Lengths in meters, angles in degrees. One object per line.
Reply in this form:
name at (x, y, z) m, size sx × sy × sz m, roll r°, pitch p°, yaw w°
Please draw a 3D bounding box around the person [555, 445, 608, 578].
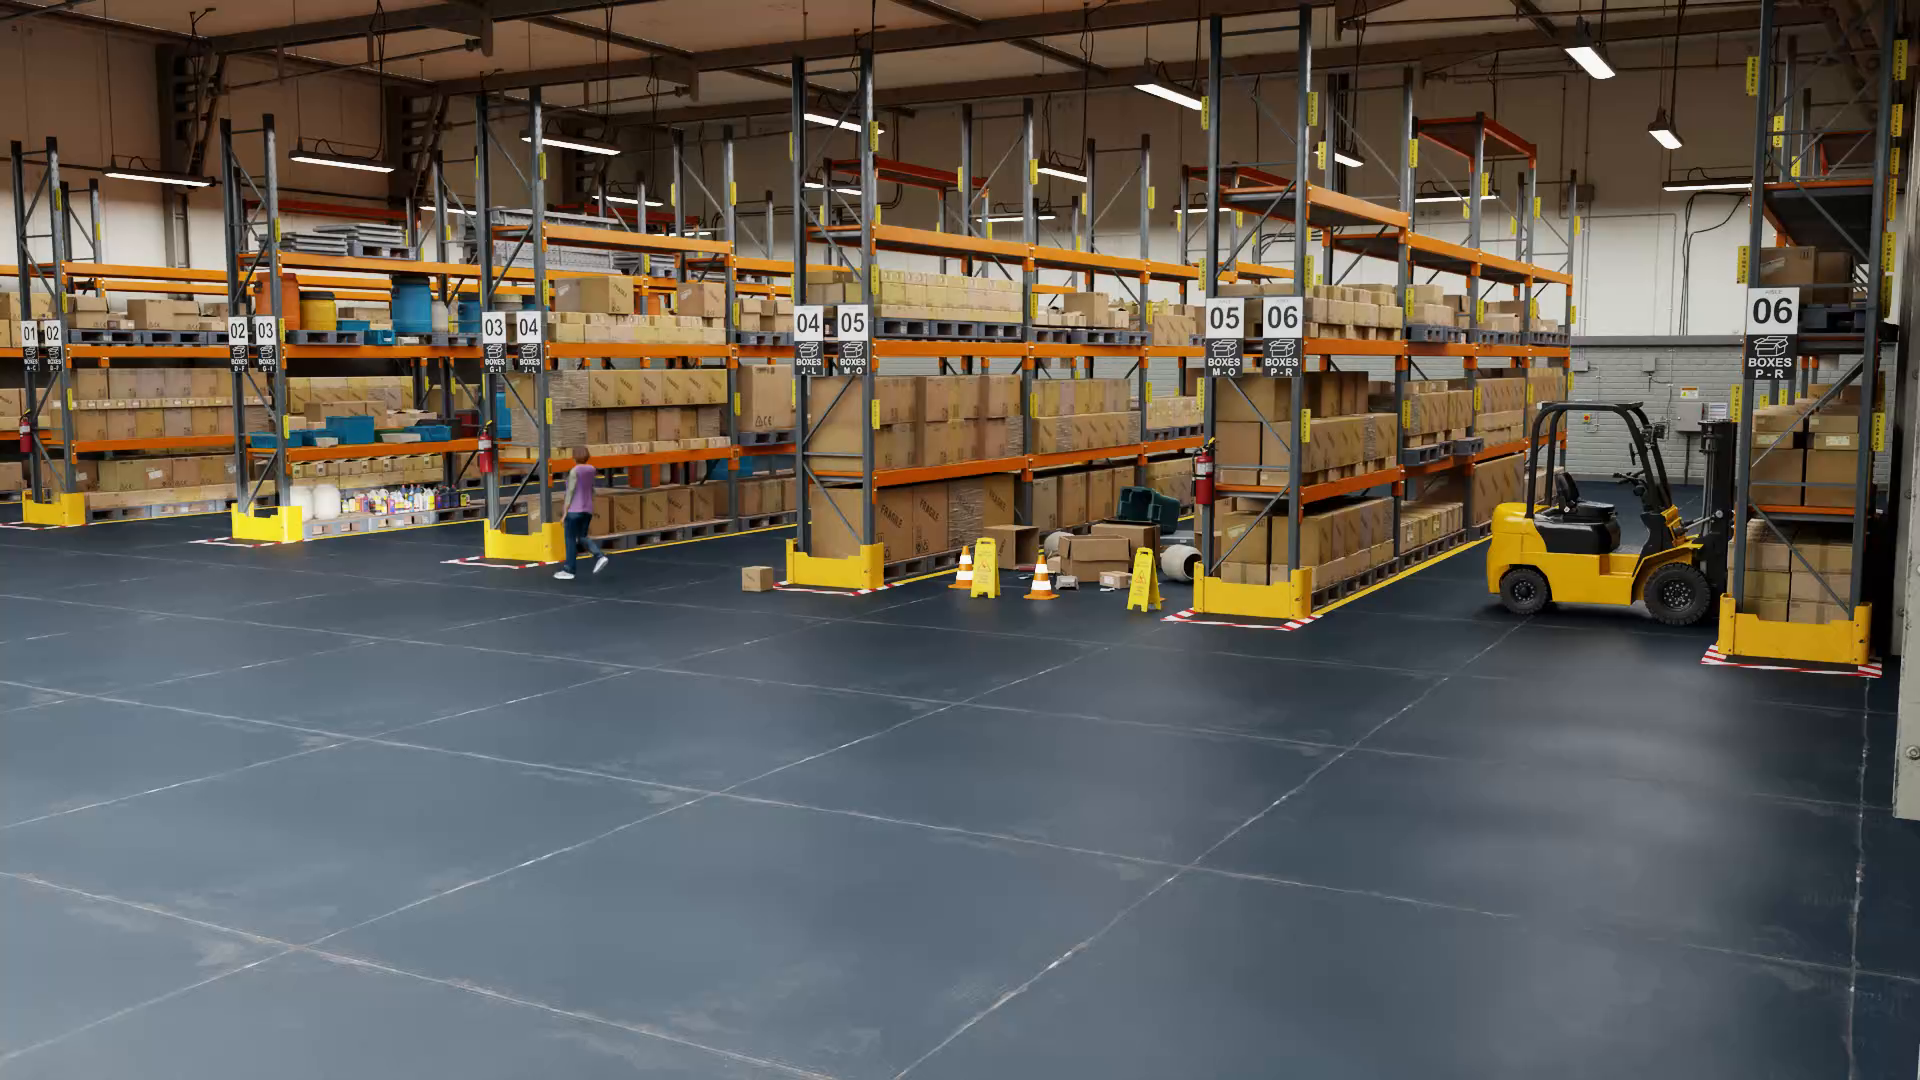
person at (-4.475, -0.328, 19.525) m, size 0.663 × 1.584 × 0.431 m, roll 4°, pitch 7°, yaw 31°
